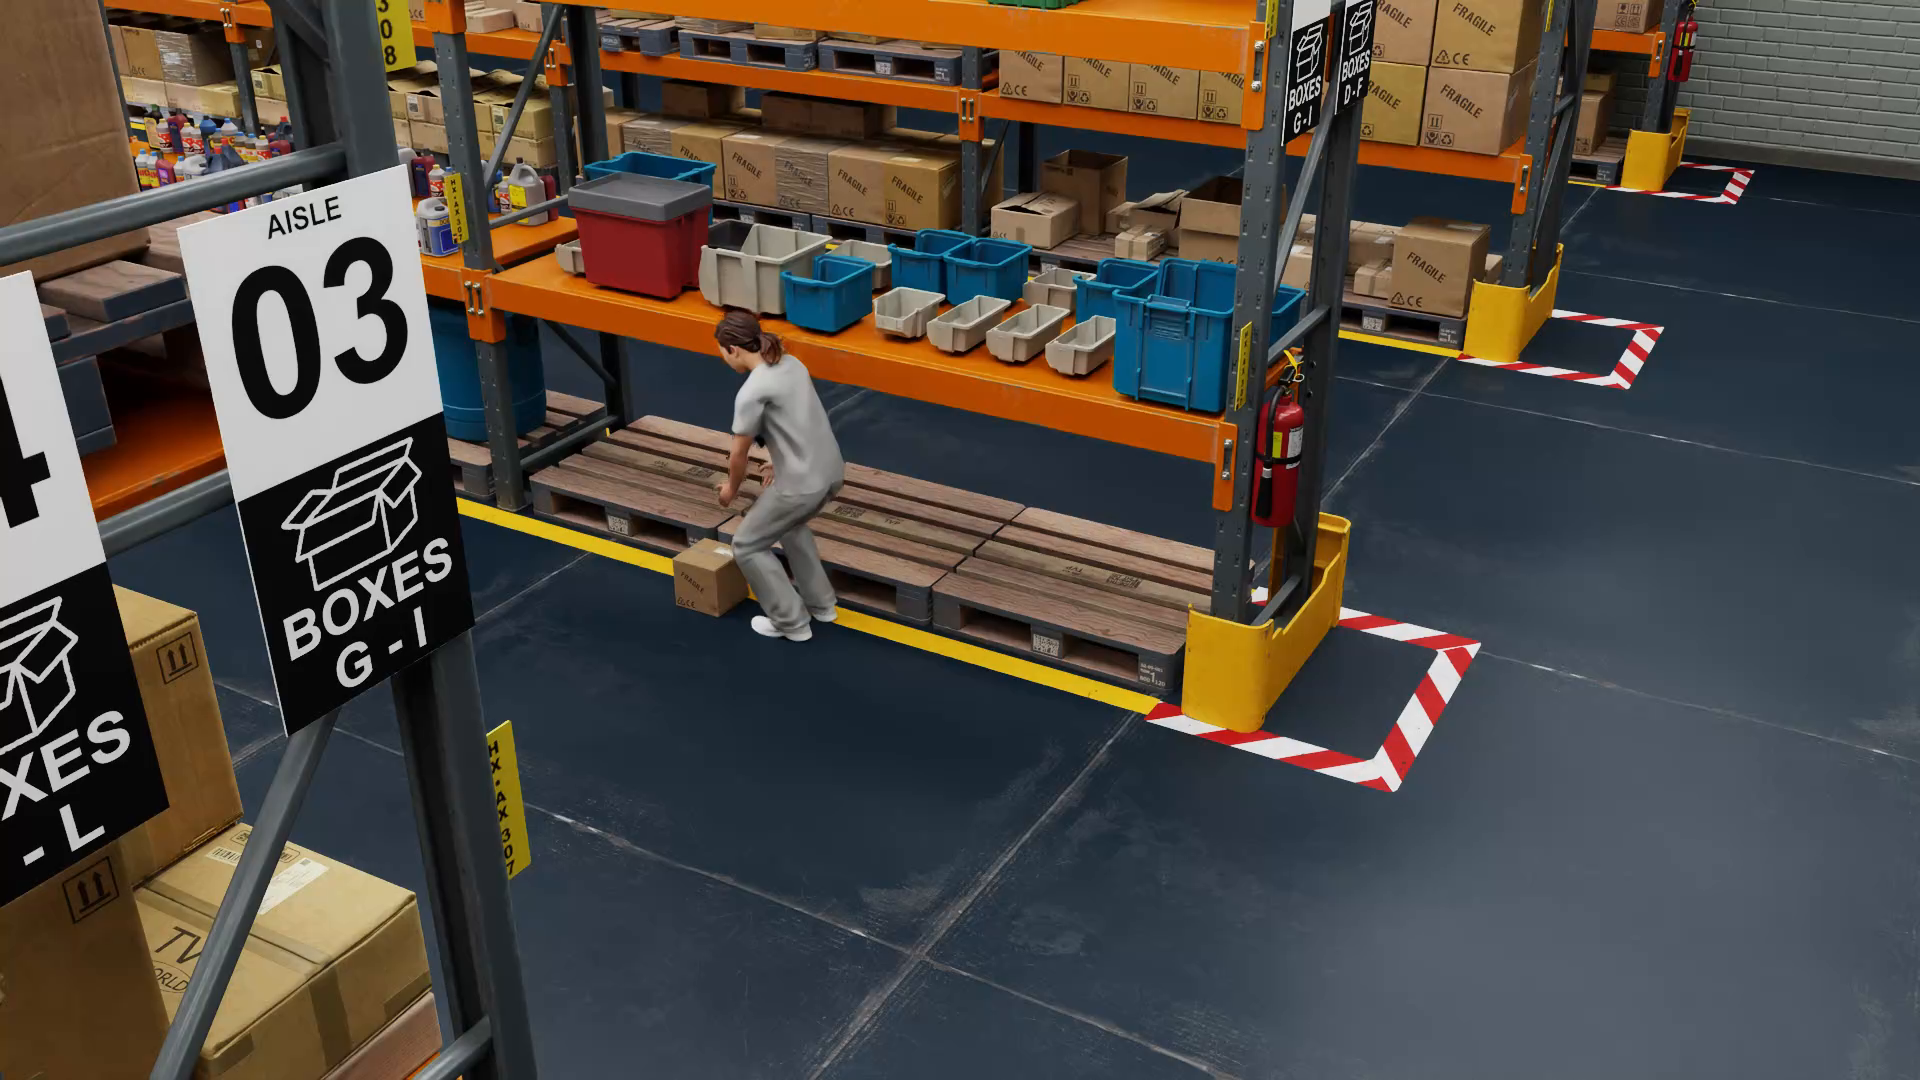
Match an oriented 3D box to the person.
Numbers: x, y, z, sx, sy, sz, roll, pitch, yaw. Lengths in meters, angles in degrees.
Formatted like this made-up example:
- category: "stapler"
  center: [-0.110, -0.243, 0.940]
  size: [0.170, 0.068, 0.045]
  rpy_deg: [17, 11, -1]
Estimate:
- category: "person"
  center: [-0.817, -0.239, 7.388]
  size: [0.615, 1.417, 0.490]
  rpy_deg: [14, 30, 26]
